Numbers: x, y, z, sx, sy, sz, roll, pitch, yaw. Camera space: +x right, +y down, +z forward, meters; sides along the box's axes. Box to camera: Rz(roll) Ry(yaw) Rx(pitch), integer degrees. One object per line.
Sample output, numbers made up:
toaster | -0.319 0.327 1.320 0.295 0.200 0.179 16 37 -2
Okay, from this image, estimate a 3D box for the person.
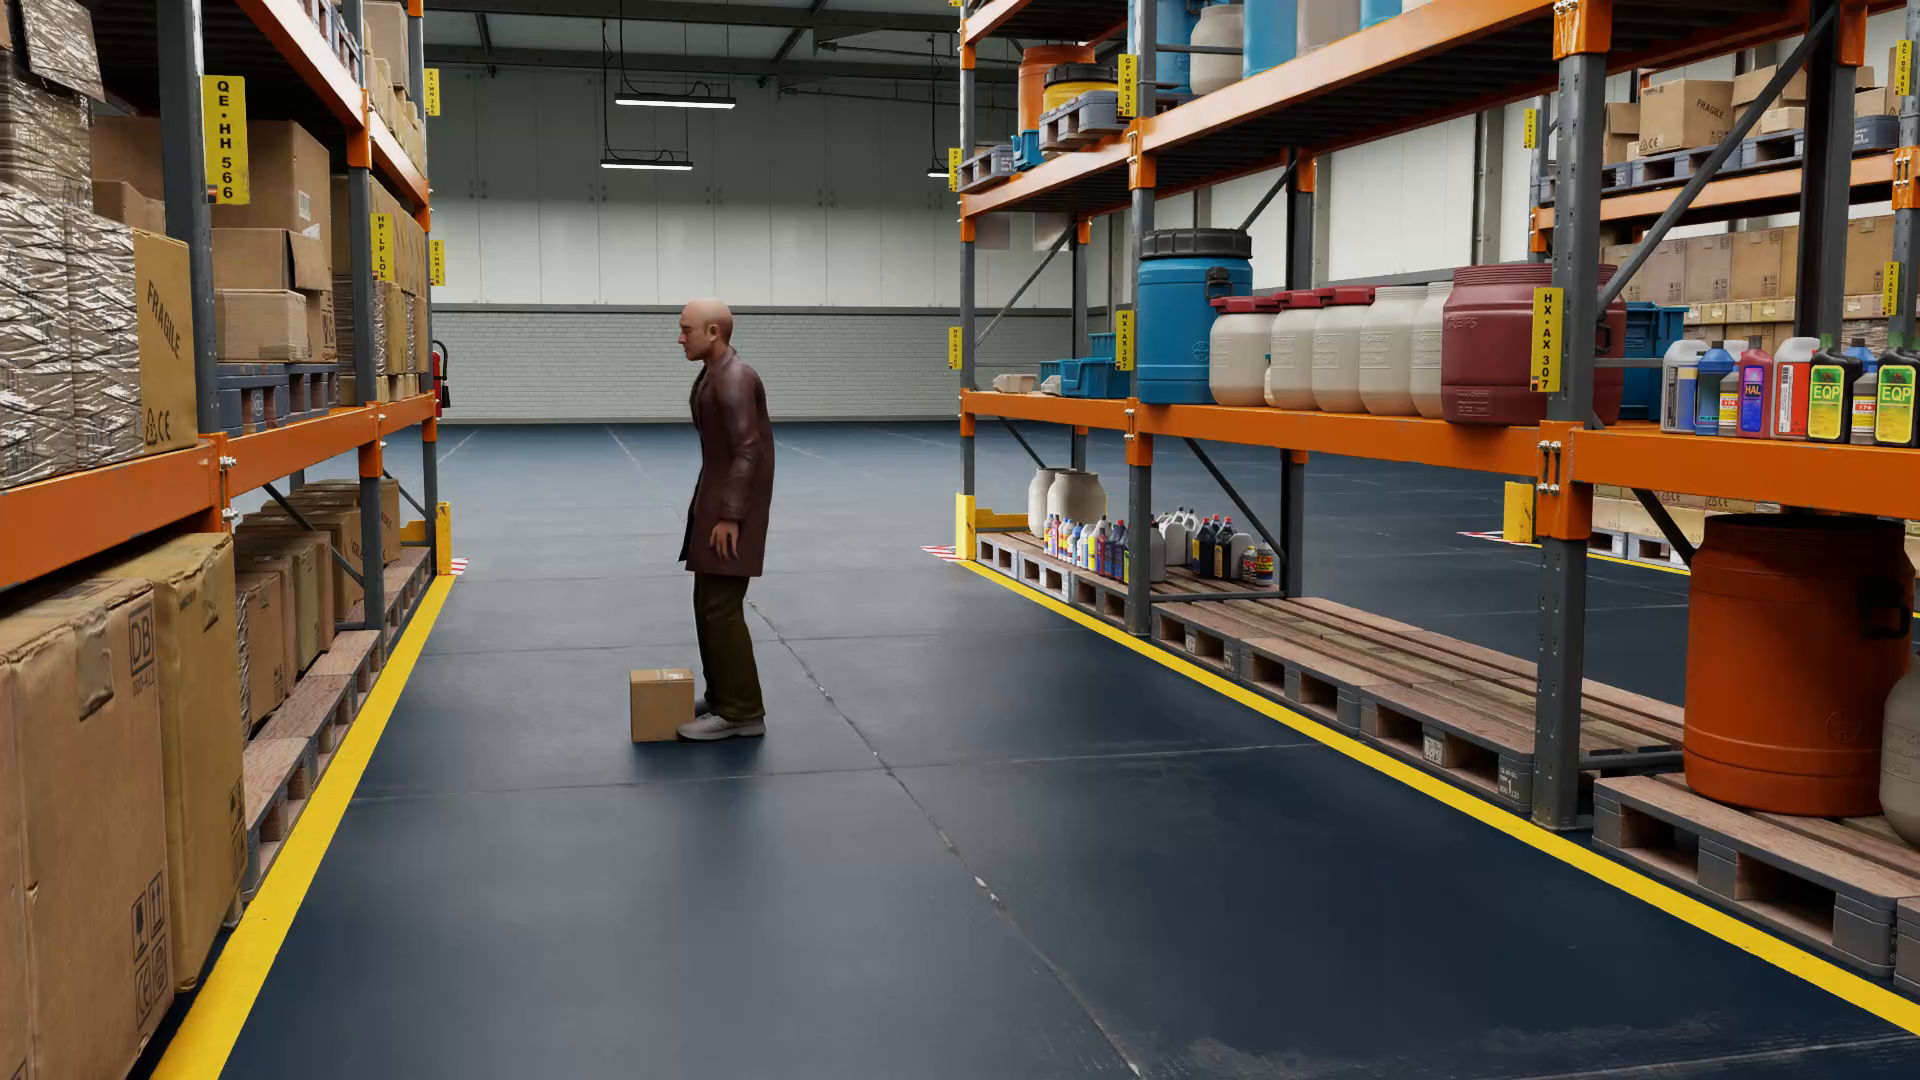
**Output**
person | -0.972 -0.092 6.761 0.427 1.773 0.652 -2 6 -17
